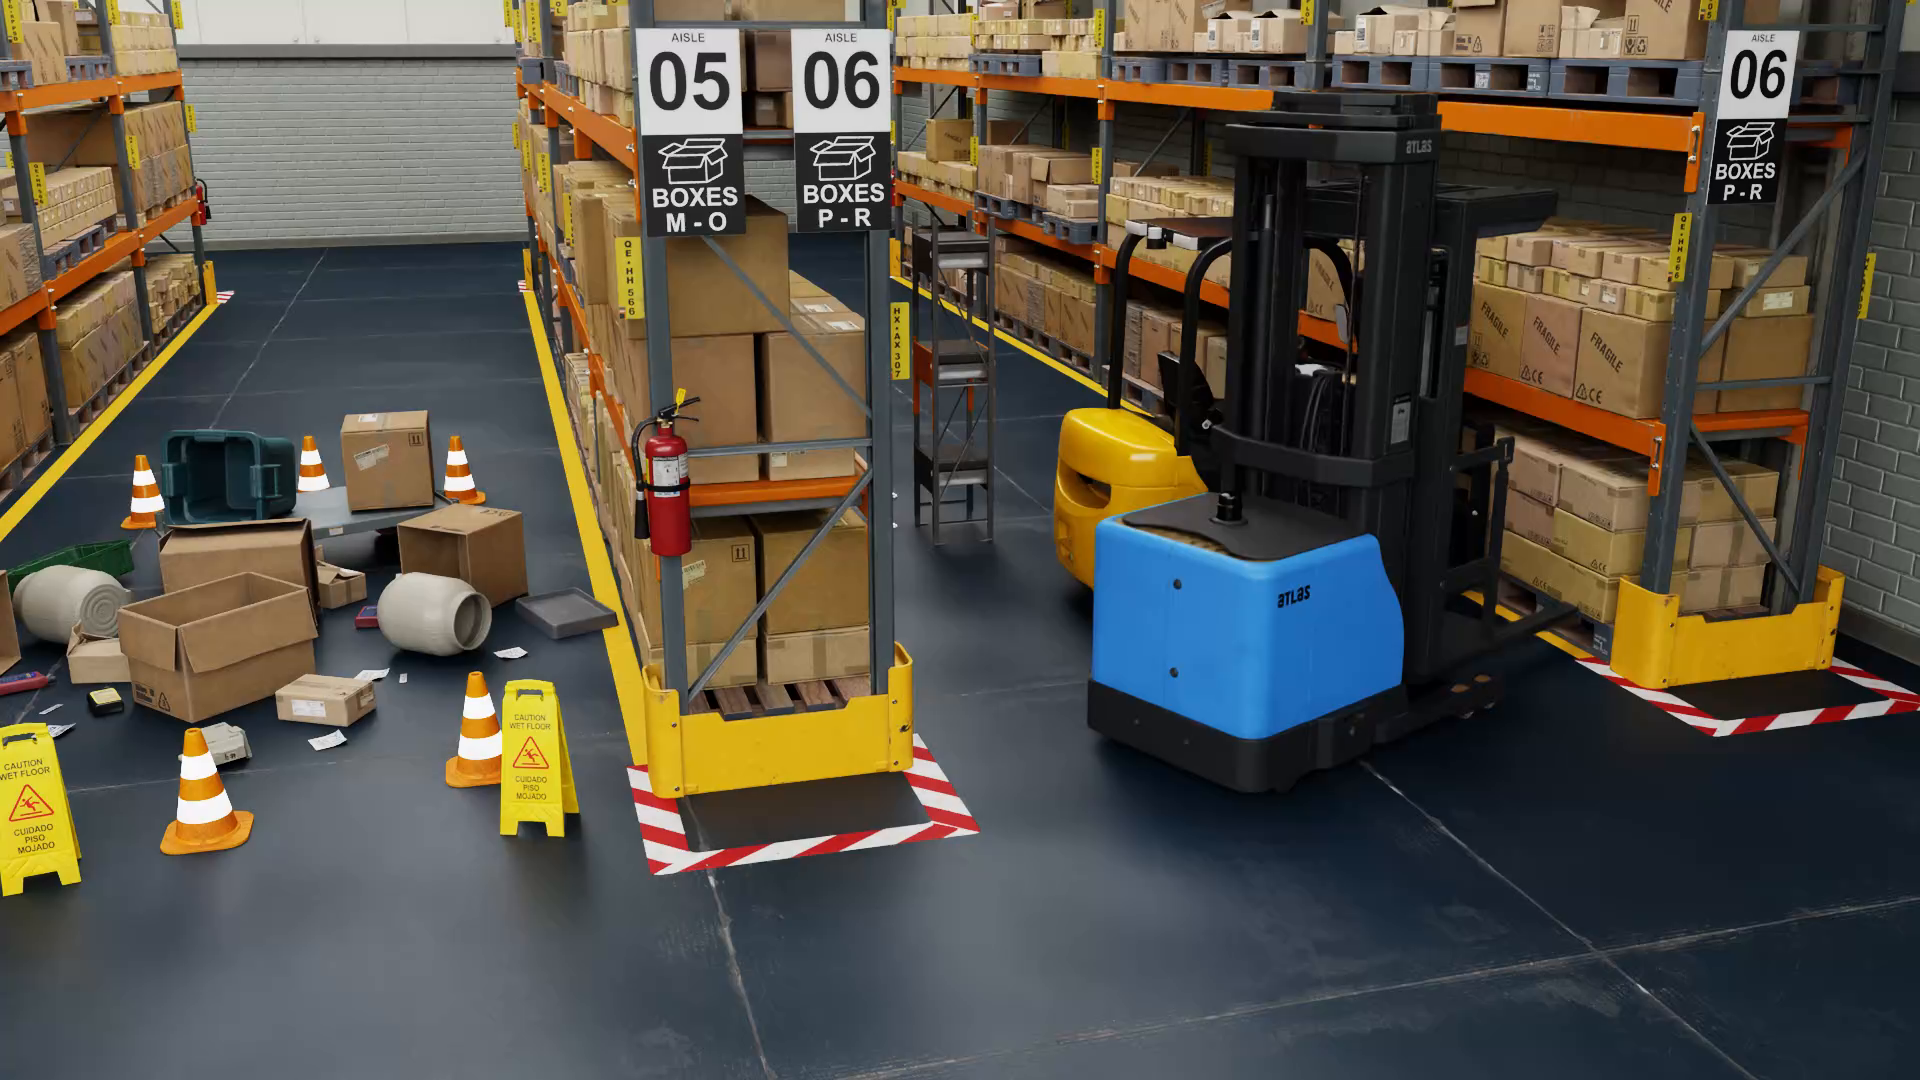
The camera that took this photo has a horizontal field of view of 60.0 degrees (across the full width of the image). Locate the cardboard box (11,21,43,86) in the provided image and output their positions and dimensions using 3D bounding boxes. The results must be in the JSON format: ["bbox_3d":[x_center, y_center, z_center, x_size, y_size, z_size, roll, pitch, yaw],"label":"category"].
[{"bbox_3d":[-7.616,-3.840,13.134,0.500,0.500,0.500,-5,17,-15],"label":"cardboard box"}]

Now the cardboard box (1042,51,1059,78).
[{"bbox_3d":[1.137,-4.754,16.612,0.500,0.250,0.500,-5,17,-15],"label":"cardboard box"}]

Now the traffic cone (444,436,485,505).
[{"bbox_3d":[-3.571,-0.507,11.835,0.336,0.463,0.334,-5,17,-15],"label":"traffic cone"}]

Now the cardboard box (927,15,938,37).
[{"bbox_3d":[-0.108,-6.386,20.658,0.500,0.250,0.500,-4,17,-14],"label":"cardboard box"}]

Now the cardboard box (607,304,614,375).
[{"bbox_3d":[-1.588,-1.121,8.779,0.500,0.500,0.500,-4,17,-15],"label":"cardboard box"}]

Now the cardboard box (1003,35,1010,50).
[{"bbox_3d":[0.671,-5.265,17.583,0.380,0.149,0.250,-5,17,-16],"label":"cardboard box"}]

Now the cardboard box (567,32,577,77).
[{"bbox_3d":[-2.027,-2.853,9.766,0.500,0.250,0.500,-5,17,-16],"label":"cardboard box"}]

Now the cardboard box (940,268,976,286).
[{"bbox_3d":[0.149,-3.503,21.014,0.700,0.500,0.500,-5,18,-17],"label":"cardboard box"}]

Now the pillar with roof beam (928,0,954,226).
[{"bbox_3d":[-4.424,-8.552,23.780,9.100,9.000,0.400,-5,17,-15],"label":"pillar with roof beam"}]

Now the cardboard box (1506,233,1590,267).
[{"bbox_3d":[3.314,-1.634,9.359,0.380,0.149,0.250,-4,17,-14],"label":"cardboard box"}]

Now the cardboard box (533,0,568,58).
[{"bbox_3d":[-3.232,-4.375,14.180,0.797,0.503,0.637,-6,18,-19],"label":"cardboard box"}]

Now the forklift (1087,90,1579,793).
[{"bbox_3d":[2.046,-0.639,7.983,3.031,2.935,1.130,-14,22,-38],"label":"forklift"}]

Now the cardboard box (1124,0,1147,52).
[{"bbox_3d":[1.753,-4.503,14.438,0.500,0.500,0.500,-5,17,-15],"label":"cardboard box"}]

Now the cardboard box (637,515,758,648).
[{"bbox_3d":[-1.256,0.173,7.909,0.500,0.500,0.500,-5,17,-15],"label":"cardboard box"}]

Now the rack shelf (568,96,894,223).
[{"bbox_3d":[-1.335,-2.028,8.527,1.077,0.370,4.000,-5,17,-15],"label":"rack shelf"}]

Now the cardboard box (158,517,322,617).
[{"bbox_3d":[-3.967,0.204,9.163,0.797,0.637,0.503,-5,17,-15],"label":"cardboard box"}]

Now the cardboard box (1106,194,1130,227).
[{"bbox_3d":[1.651,-3.013,15.160,0.500,0.250,0.500,-5,17,-15],"label":"cardboard box"}]

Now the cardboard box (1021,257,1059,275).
[{"bbox_3d":[0.884,-3.003,18.222,0.380,0.149,0.250,-5,17,-15],"label":"cardboard box"}]

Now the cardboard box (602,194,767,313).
[{"bbox_3d":[-1.267,-1.317,7.693,0.700,0.500,0.500,-5,17,-15],"label":"cardboard box"}]

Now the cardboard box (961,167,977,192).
[{"bbox_3d":[0.314,-4.288,19.756,0.500,0.250,0.500,-4,17,-14],"label":"cardboard box"}]

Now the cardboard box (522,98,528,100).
[{"bbox_3d":[-5.351,-5.526,21.095,0.380,0.149,0.250,-4,17,-14],"label":"cardboard box"}]

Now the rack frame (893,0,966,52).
[{"bbox_3d":[-0.411,-8.075,22.193,1.000,3.000,0.127,-5,17,-15],"label":"rack frame"}]

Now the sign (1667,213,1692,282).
[{"bbox_3d":[3.461,-1.405,7.992,0.100,0.325,0.005,-5,17,-15],"label":"sign"}]

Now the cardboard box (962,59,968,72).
[{"bbox_3d":[0.241,-5.556,19.457,0.380,0.149,0.250,-5,17,-15],"label":"cardboard box"}]

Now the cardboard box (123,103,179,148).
[{"bbox_3d":[-9.410,-4.812,19.327,0.500,0.500,0.500,-5,18,-17],"label":"cardboard box"}]

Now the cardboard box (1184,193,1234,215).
[{"bbox_3d":[2.053,-2.737,13.547,0.380,0.149,0.250,-5,17,-17],"label":"cardboard box"}]

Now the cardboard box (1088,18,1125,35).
[{"bbox_3d":[1.409,-4.759,15.418,0.380,0.149,0.250,-4,17,-13],"label":"cardboard box"}]

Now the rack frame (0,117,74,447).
[{"bbox_3d":[-7.715,-2.177,12.984,1.000,3.000,0.127,-5,17,-15],"label":"rack frame"}]

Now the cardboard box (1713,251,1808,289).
[{"bbox_3d":[4.099,-1.387,8.538,0.380,0.149,0.250,-5,17,-16],"label":"cardboard box"}]

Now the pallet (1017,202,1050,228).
[{"bbox_3d":[1.249,-3.435,17.507,1.003,0.211,1.213,-5,17,-15],"label":"pallet"}]

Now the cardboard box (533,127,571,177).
[{"bbox_3d":[-4.072,-3.946,16.963,0.500,0.500,0.500,-5,17,-16],"label":"cardboard box"}]

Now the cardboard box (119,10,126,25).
[{"bbox_3d":[-8.856,-5.396,17.187,0.380,0.149,0.250,-5,17,-17],"label":"cardboard box"}]

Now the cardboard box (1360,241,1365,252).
[{"bbox_3d":[2.893,-1.991,11.065,0.380,0.149,0.250,-5,17,-15],"label":"cardboard box"}]

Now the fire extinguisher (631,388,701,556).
[{"bbox_3d":[-1.197,-0.278,6.797,0.296,0.674,0.183,-5,17,-15],"label":"fire extinguisher"}]

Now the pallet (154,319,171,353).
[{"bbox_3d":[-9.033,-2.130,17.677,1.003,0.211,1.213,-5,17,-15],"label":"pallet"}]

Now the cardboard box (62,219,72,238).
[{"bbox_3d":[-7.944,-2.694,14.413,0.380,0.149,0.250,-4,17,-13],"label":"cardboard box"}]

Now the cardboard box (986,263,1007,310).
[{"bbox_3d":[0.605,-2.948,19.167,0.500,0.500,0.500,-4,17,-13],"label":"cardboard box"}]

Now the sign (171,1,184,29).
[{"bbox_3d":[-9.375,-6.288,19.919,0.100,0.325,0.005,-5,17,-15],"label":"sign"}]

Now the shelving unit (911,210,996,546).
[{"bbox_3d":[-0.045,-1.051,10.802,0.431,2.100,0.503,-5,17,-15],"label":"shelving unit"}]

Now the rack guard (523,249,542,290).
[{"bbox_3d":[-5.189,-3.618,22.128,1.175,0.500,0.348,-5,17,-15],"label":"rack guard"}]

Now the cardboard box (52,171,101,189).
[{"bbox_3d":[-8.373,-3.407,15.753,0.380,0.149,0.250,-5,18,-17],"label":"cardboard box"}]

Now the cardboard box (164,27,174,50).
[{"bbox_3d":[-9.543,-5.886,19.512,0.500,0.250,0.500,-5,18,-17],"label":"cardboard box"}]

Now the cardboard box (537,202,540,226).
[{"bbox_3d":[-4.072,-3.345,17.134,0.500,0.250,0.500,-5,17,-17],"label":"cardboard box"}]

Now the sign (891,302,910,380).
[{"bbox_3d":[-0.264,-0.840,7.031,0.100,0.325,0.005,-5,17,-15],"label":"sign"}]

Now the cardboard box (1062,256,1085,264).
[{"bbox_3d":[1.339,-3.043,18.357,0.380,0.149,0.250,-4,17,-14],"label":"cardboard box"}]

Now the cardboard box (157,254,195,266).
[{"bbox_3d":[-9.525,-3.384,20.194,0.380,0.149,0.250,-4,17,-15],"label":"cardboard box"}]

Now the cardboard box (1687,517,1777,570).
[{"bbox_3d":[4.057,-0.047,9.074,0.500,0.250,0.500,-4,17,-14],"label":"cardboard box"}]

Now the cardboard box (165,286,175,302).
[{"bbox_3d":[-8.997,-2.742,18.574,0.380,0.149,0.250,-5,17,-16],"label":"cardboard box"}]

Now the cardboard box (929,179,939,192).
[{"bbox_3d":[-0.186,-4.538,21.281,0.380,0.149,0.250,-4,17,-14],"label":"cardboard box"}]

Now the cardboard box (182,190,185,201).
[{"bbox_3d":[-9.520,-4.129,19.922,0.380,0.149,0.250,-5,17,-15],"label":"cardboard box"}]

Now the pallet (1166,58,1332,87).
[{"bbox_3d":[2.370,-3.846,13.655,1.003,0.211,1.213,-4,17,-13],"label":"pallet"}]

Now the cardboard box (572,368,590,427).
[{"bbox_3d":[-2.628,-1.178,13.497,0.950,0.372,0.625,-5,17,-16],"label":"cardboard box"}]

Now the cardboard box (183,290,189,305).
[{"bbox_3d":[-9.200,-2.820,19.352,0.380,0.149,0.250,-6,18,-18],"label":"cardboard box"}]

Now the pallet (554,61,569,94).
[{"bbox_3d":[-2.240,-3.302,11.843,1.213,0.211,1.003,-5,17,-15],"label":"pallet"}]

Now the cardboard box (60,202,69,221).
[{"bbox_3d":[-7.945,-2.837,14.371,0.380,0.149,0.250,-5,17,-15],"label":"cardboard box"}]

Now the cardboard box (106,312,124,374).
[{"bbox_3d":[-8.092,-1.818,15.405,0.500,0.500,0.500,-5,17,-16],"label":"cardboard box"}]

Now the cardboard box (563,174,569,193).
[{"bbox_3d":[-2.780,-2.555,12.822,0.500,0.500,0.500,-4,17,-14],"label":"cardboard box"}]

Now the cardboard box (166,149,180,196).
[{"bbox_3d":[-9.258,-4.193,19.007,0.500,0.500,0.500,-5,17,-15],"label":"cardboard box"}]
